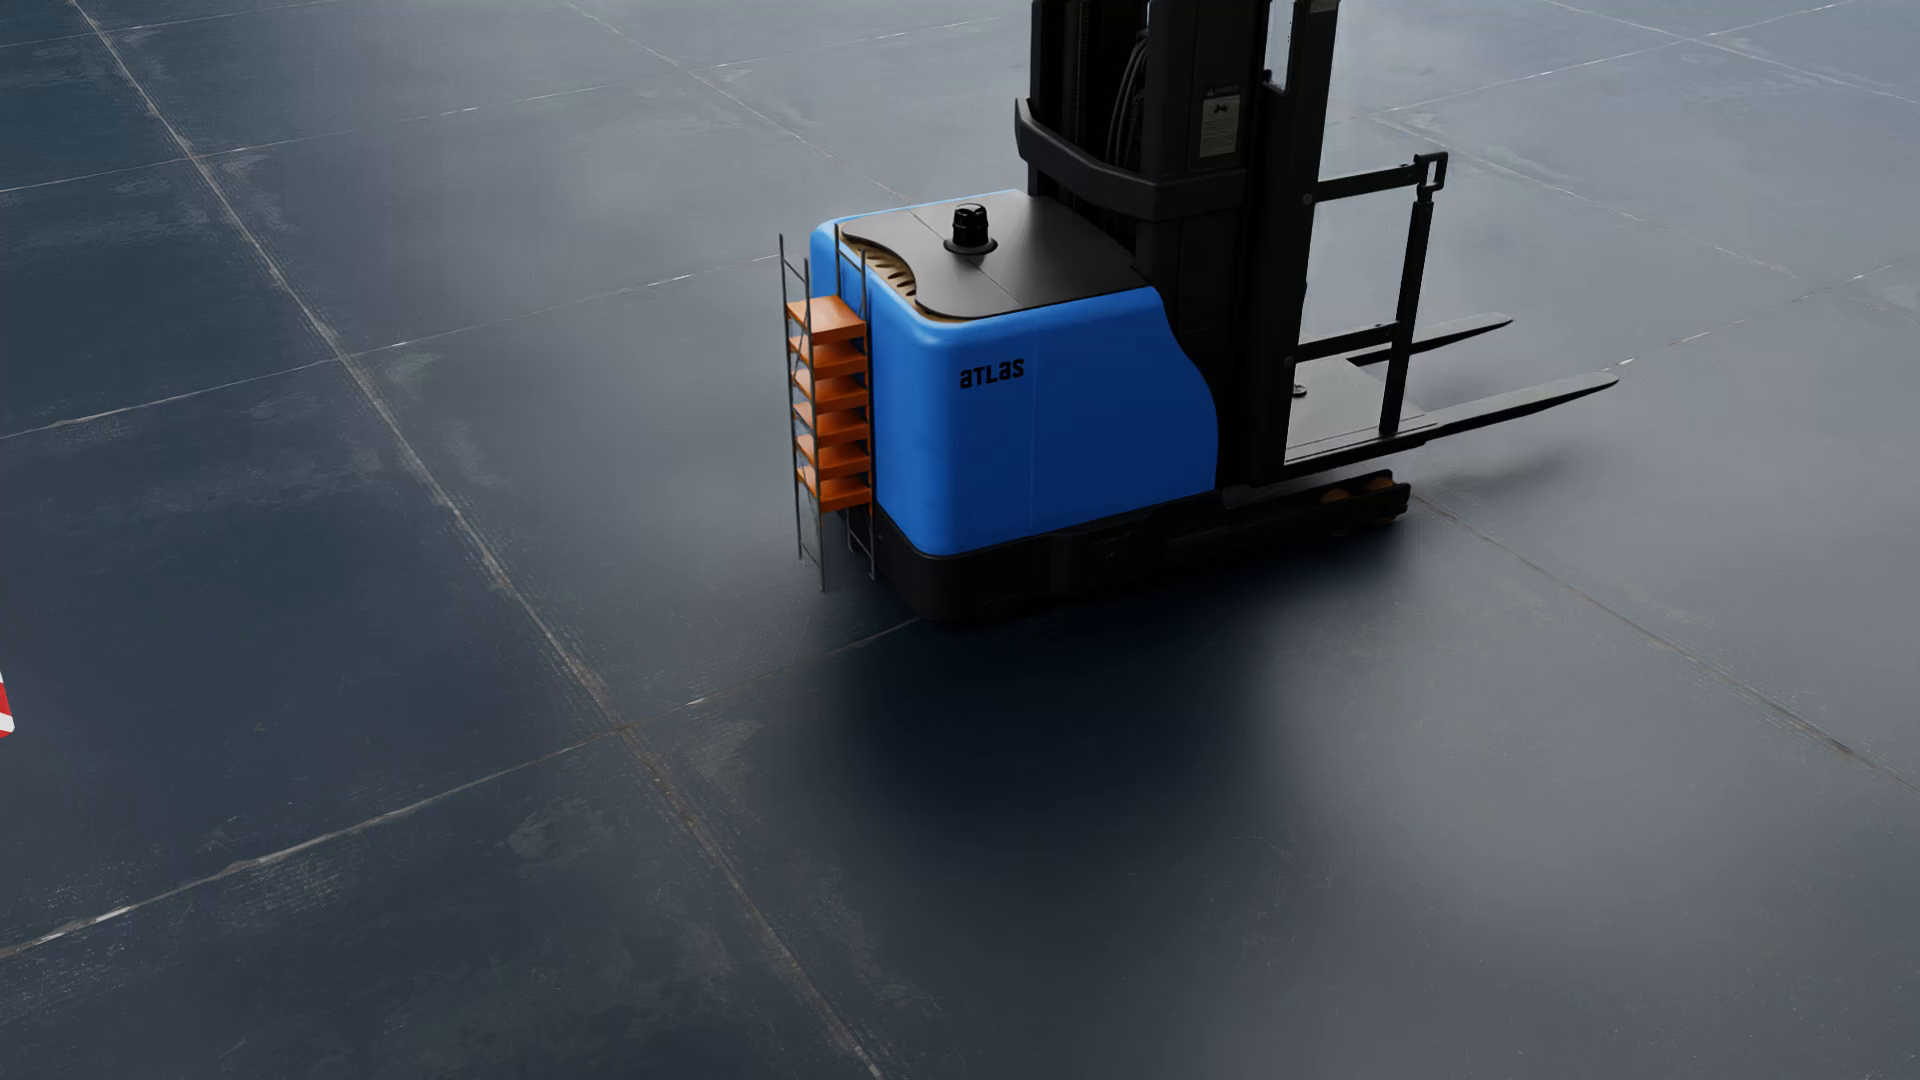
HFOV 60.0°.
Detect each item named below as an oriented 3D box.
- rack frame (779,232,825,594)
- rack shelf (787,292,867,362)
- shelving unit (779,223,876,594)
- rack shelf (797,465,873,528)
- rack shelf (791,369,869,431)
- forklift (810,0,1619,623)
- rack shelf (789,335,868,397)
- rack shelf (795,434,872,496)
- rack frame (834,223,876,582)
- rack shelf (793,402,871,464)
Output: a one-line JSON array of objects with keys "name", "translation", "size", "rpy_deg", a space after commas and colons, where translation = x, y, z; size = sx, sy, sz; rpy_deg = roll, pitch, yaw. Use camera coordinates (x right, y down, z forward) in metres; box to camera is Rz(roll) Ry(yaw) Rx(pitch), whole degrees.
[{"name": "rack frame", "translation": [-0.506, -0.383, 5.355], "size": [0.006, 1.200, 0.240], "rpy_deg": [-14, 35, -21]}, {"name": "rack shelf", "translation": [-0.423, -0.671, 5.219], "size": [0.180, 0.103, 0.258], "rpy_deg": [-14, 35, -21]}, {"name": "shelving unit", "translation": [-0.423, -0.404, 5.388], "size": [0.189, 1.200, 0.258], "rpy_deg": [-14, 35, -21]}, {"name": "rack shelf", "translation": [-0.423, -0.163, 5.539], "size": [0.180, 0.103, 0.258], "rpy_deg": [-14, 35, -21]}, {"name": "rack shelf", "translation": [-0.423, -0.468, 5.347], "size": [0.180, 0.103, 0.258], "rpy_deg": [-14, 35, -21]}, {"name": "forklift", "translation": [1.044, -1.493, 5.492], "size": [3.031, 2.935, 1.130], "rpy_deg": [-14, 35, -21]}, {"name": "rack shelf", "translation": [-0.423, -0.569, 5.283], "size": [0.180, 0.103, 0.258], "rpy_deg": [-14, 35, -21]}, {"name": "rack shelf", "translation": [-0.423, -0.265, 5.475], "size": [0.180, 0.103, 0.258], "rpy_deg": [-14, 35, -21]}, {"name": "rack frame", "translation": [-0.340, -0.425, 5.420], "size": [0.006, 1.200, 0.240], "rpy_deg": [-14, 35, -21]}, {"name": "rack shelf", "translation": [-0.423, -0.366, 5.411], "size": [0.180, 0.103, 0.258], "rpy_deg": [-14, 35, -21]}]
